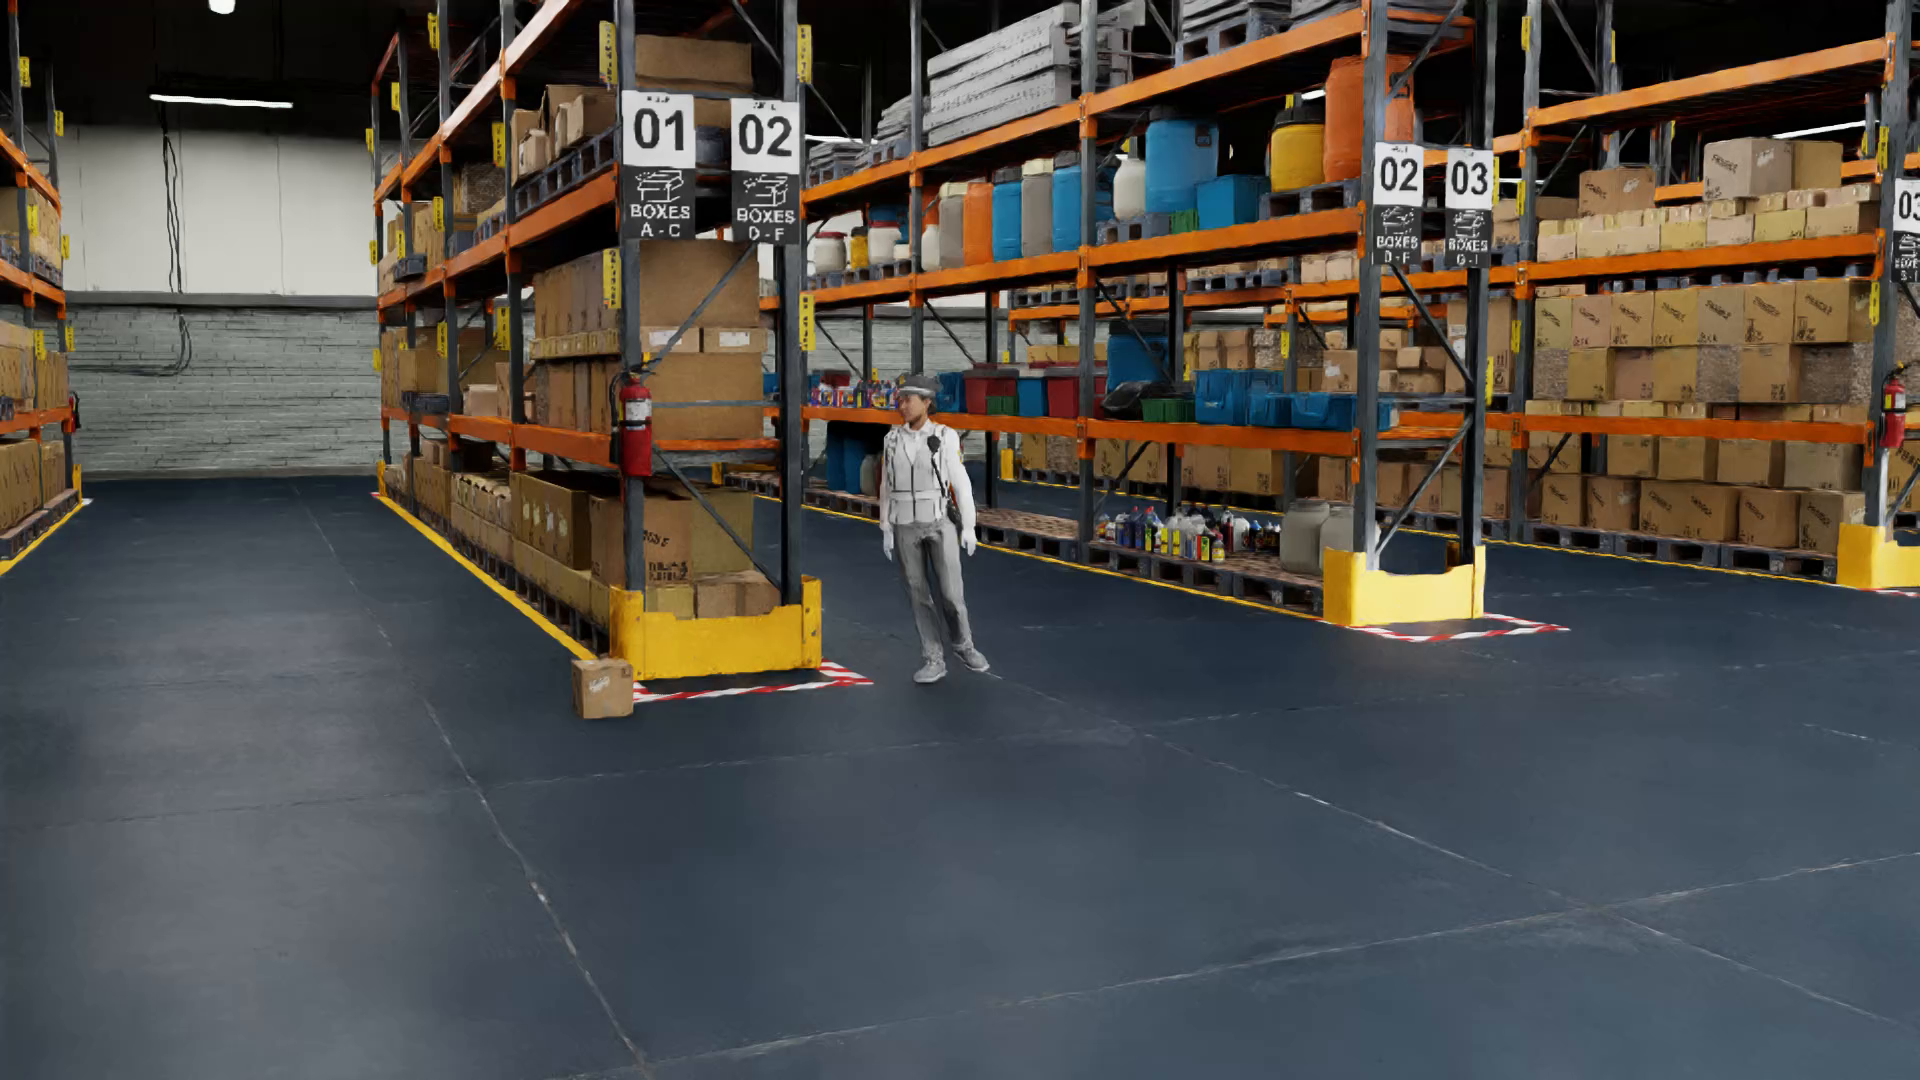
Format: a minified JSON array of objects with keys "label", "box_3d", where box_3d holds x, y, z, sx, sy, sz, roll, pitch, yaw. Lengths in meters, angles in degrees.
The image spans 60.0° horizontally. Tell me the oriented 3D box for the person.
[{"label":"person","box_3d":[-0.143,-0.067,9.024,0.593,1.670,0.447,2,6,16]}]
